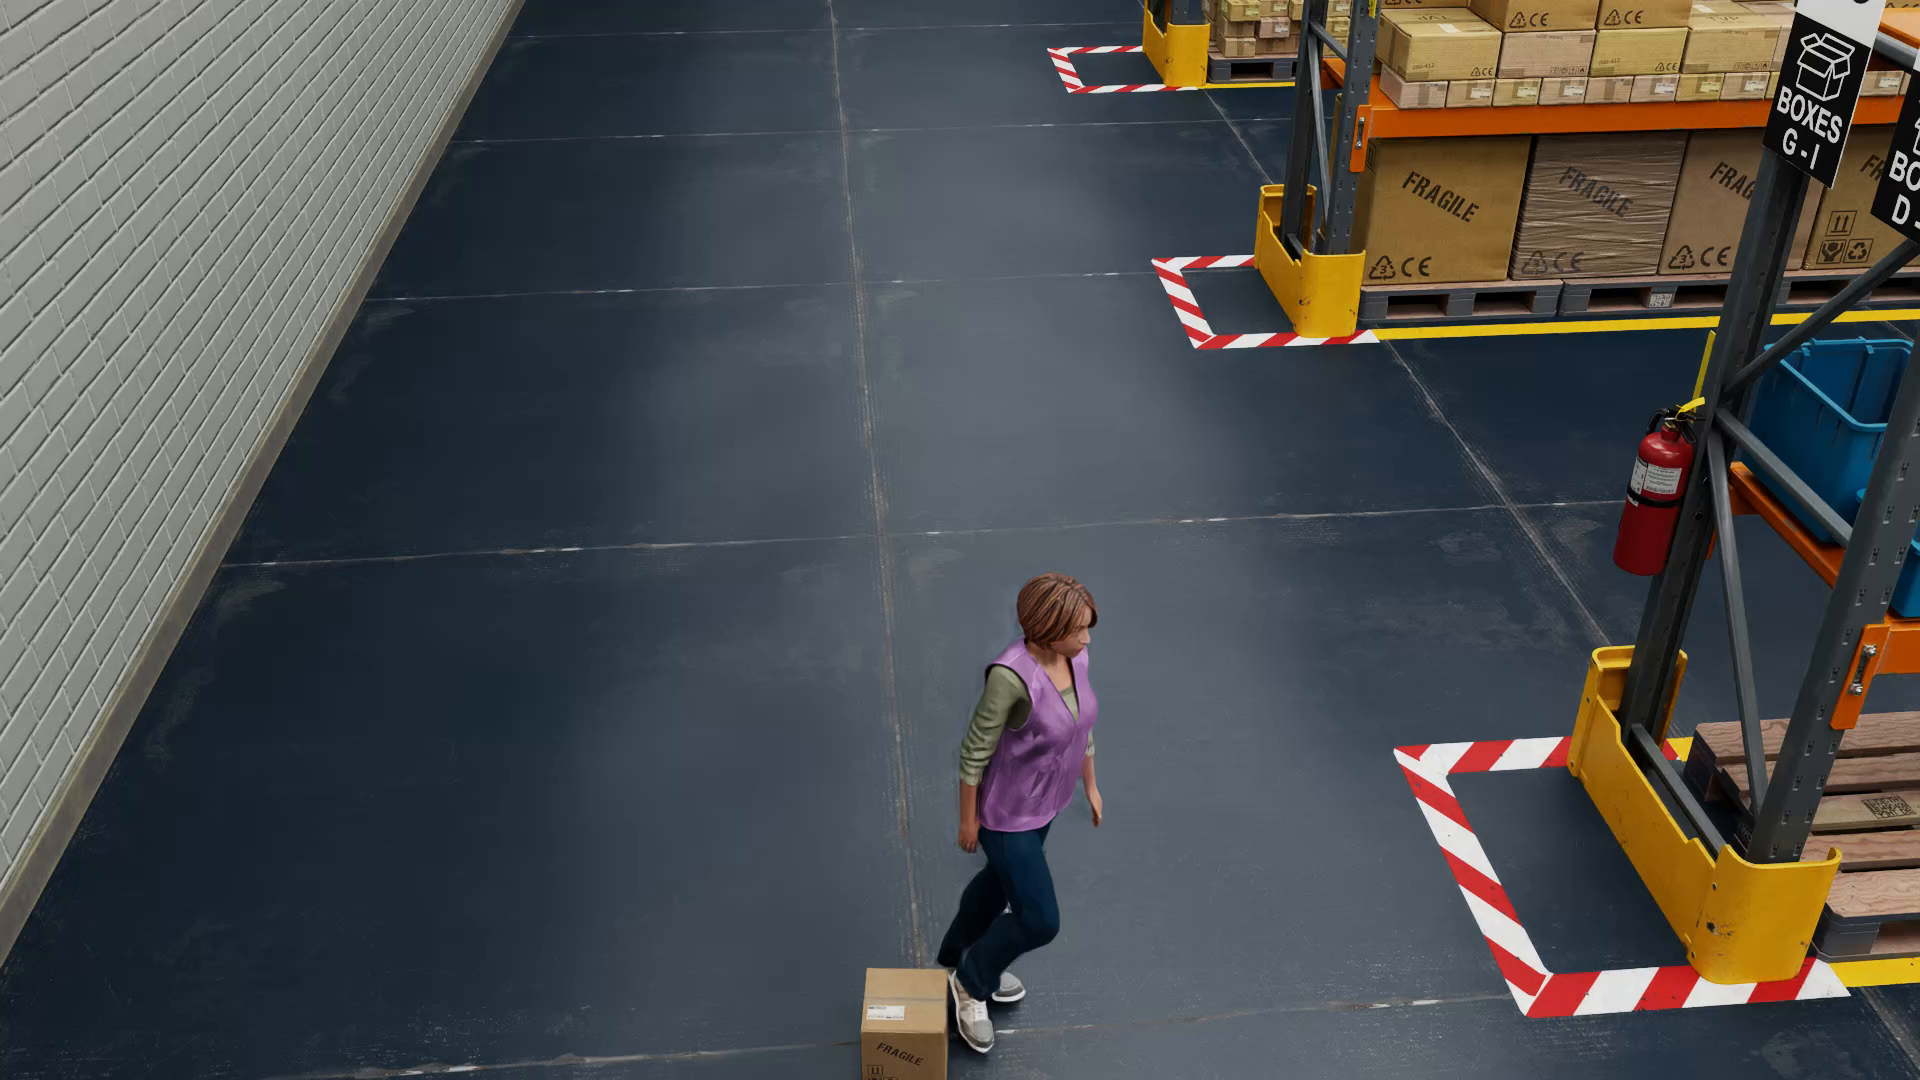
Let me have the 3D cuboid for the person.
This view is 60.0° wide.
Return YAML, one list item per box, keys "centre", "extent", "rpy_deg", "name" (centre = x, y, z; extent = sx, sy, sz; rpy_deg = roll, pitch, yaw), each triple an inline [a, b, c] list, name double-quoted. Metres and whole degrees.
- centre: [0.146, 0.774, 4.867]
  extent: [0.457, 1.574, 0.510]
  rpy_deg: [17, 36, 26]
  name: "person"
